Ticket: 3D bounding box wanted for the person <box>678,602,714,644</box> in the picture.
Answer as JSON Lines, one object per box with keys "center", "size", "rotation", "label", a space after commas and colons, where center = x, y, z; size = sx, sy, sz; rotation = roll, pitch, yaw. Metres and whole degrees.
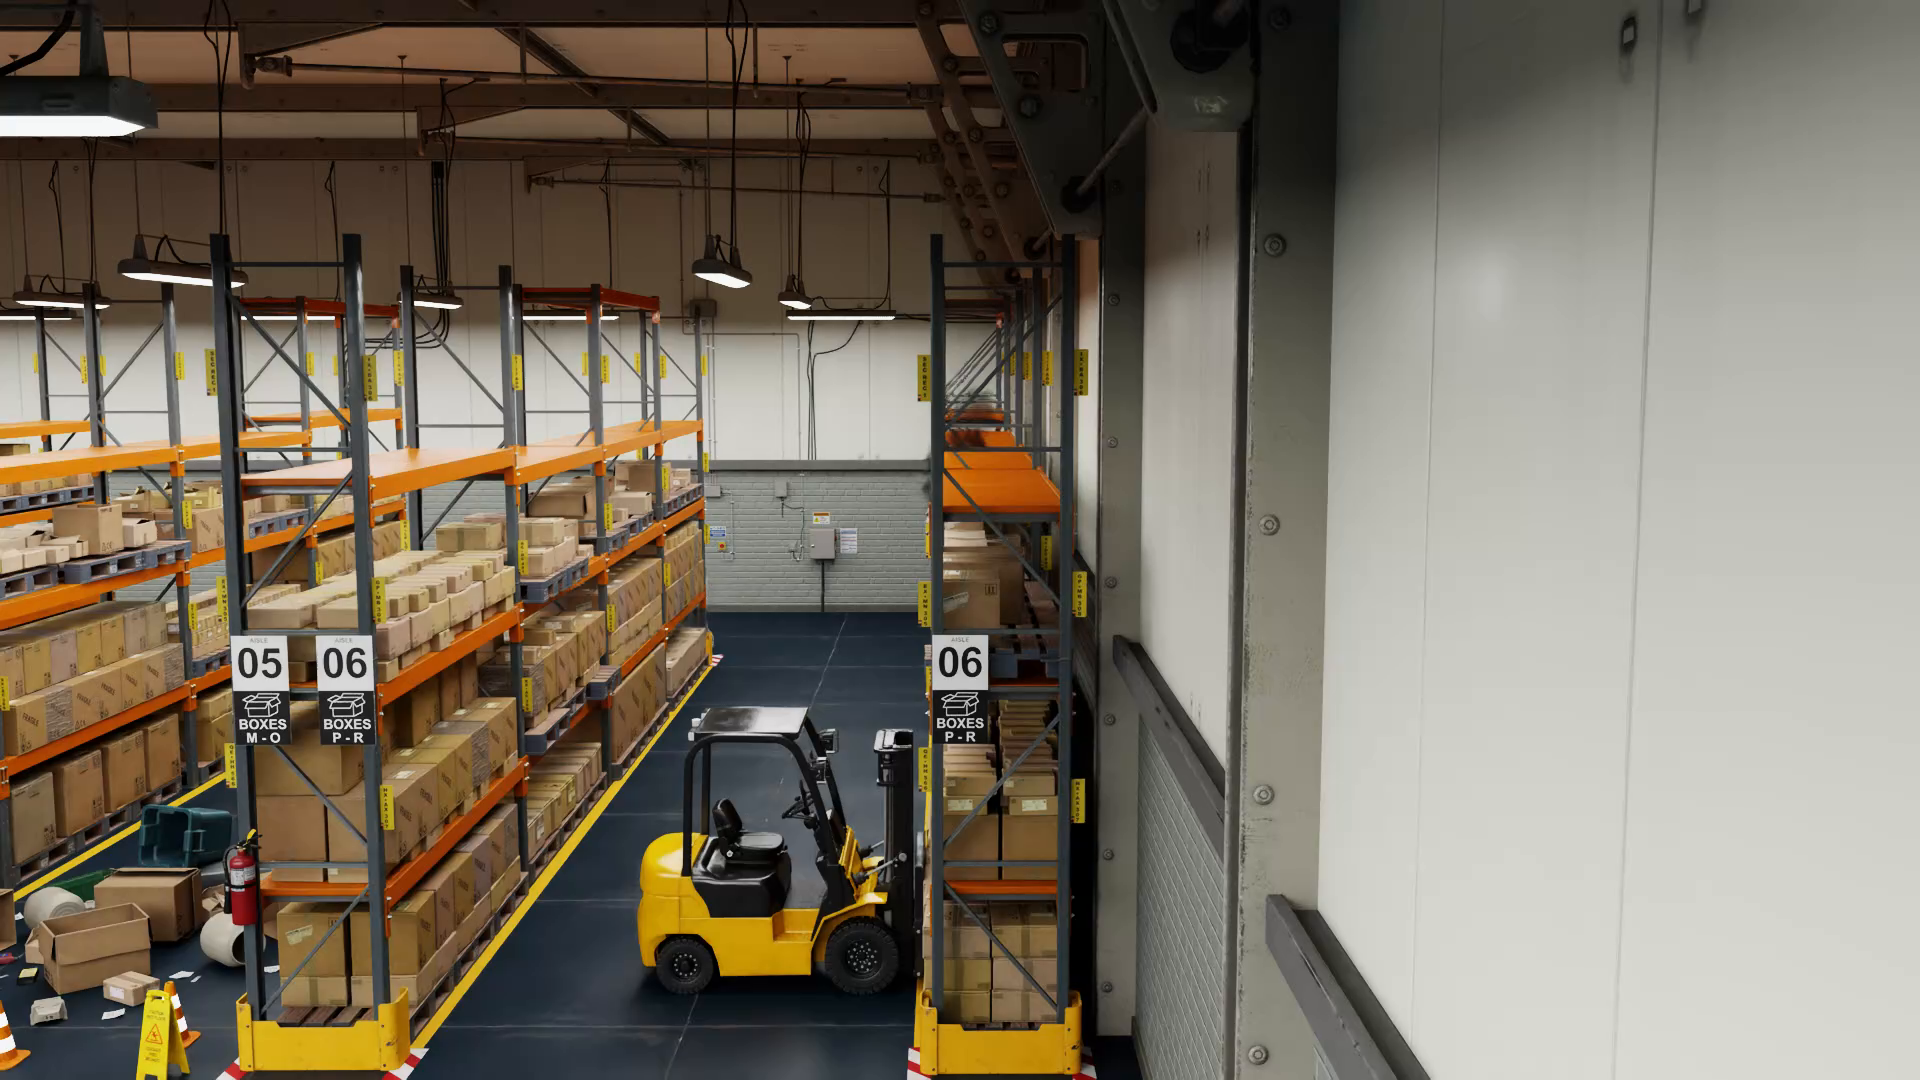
{"center": [-4.791, 1.127, 29.282], "size": [0.758, 1.565, 0.704], "rotation": [2, 7, 21], "label": "person"}
